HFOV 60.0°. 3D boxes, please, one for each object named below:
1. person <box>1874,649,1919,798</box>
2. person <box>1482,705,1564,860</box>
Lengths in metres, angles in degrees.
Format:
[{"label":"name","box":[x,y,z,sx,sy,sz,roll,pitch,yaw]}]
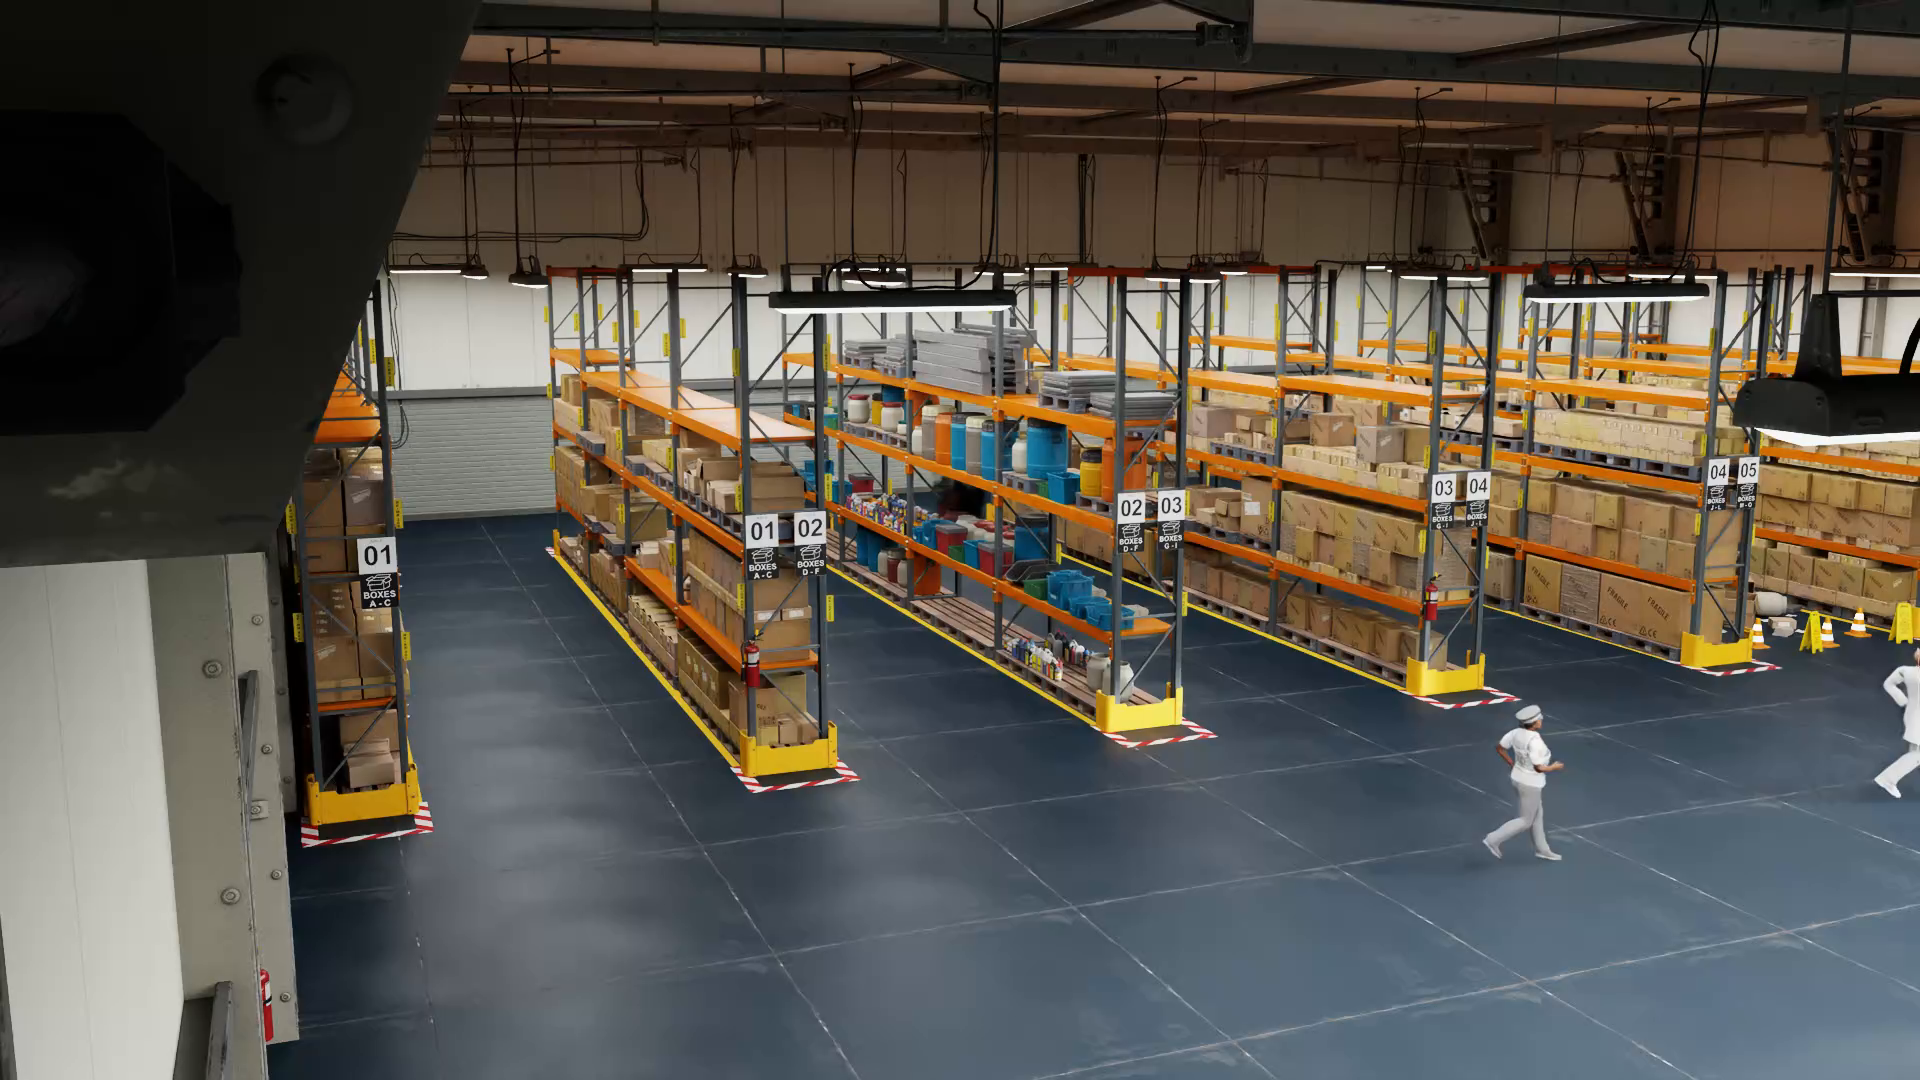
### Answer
[{"label":"person","box":[11.085,2.112,19.193,1.001,1.770,0.710,0,10,-1]},{"label":"person","box":[5.848,2.533,17.190,0.920,1.699,0.581,-1,10,-8]}]
